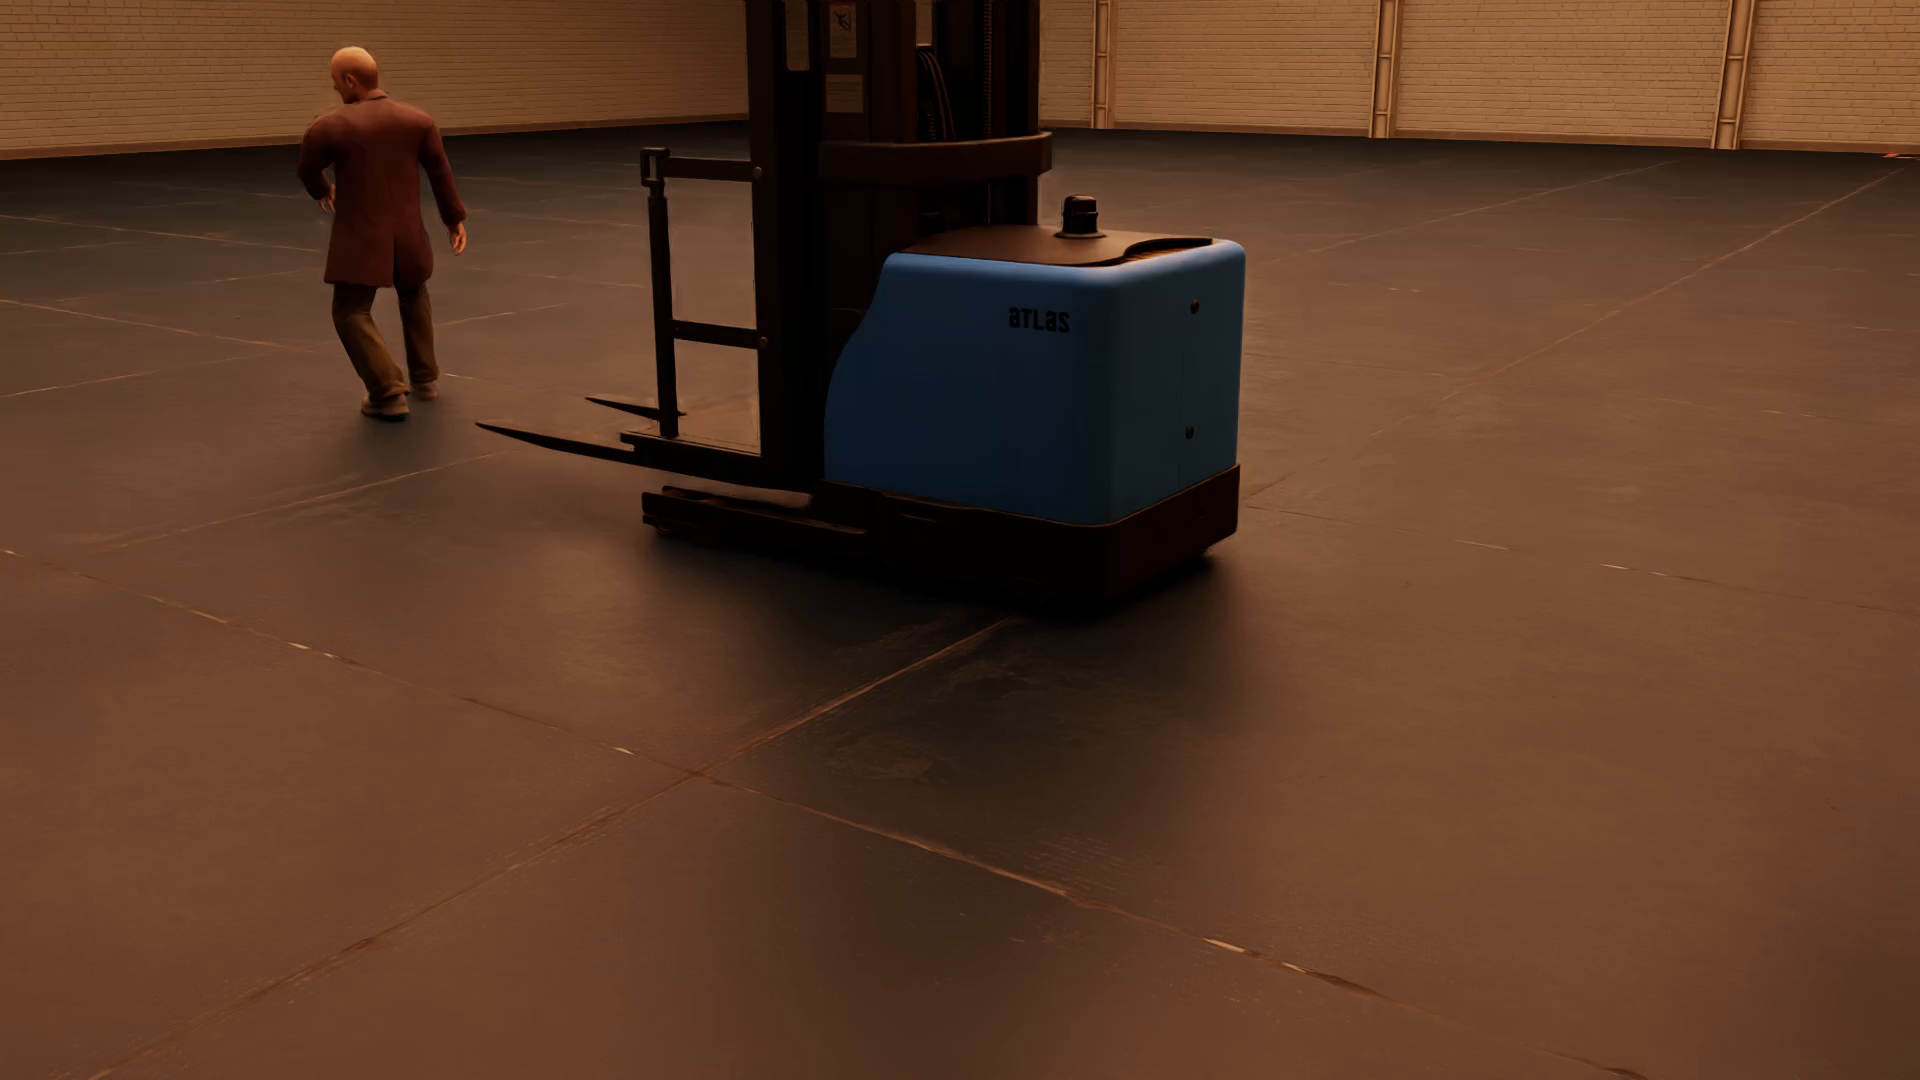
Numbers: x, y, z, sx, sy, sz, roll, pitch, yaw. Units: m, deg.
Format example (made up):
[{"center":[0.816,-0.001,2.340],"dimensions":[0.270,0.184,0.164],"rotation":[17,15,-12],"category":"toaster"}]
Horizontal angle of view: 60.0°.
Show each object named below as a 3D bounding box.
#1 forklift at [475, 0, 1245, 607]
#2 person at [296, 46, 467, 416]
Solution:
[{"center":[-0.538,-1.503,5.858],"dimensions":[3.031,2.935,1.130],"rotation":[11,20,33],"category":"forklift"},{"center":[-2.757,-1.497,8.015],"dimensions":[0.865,1.689,0.749],"rotation":[15,22,41],"category":"person"}]
